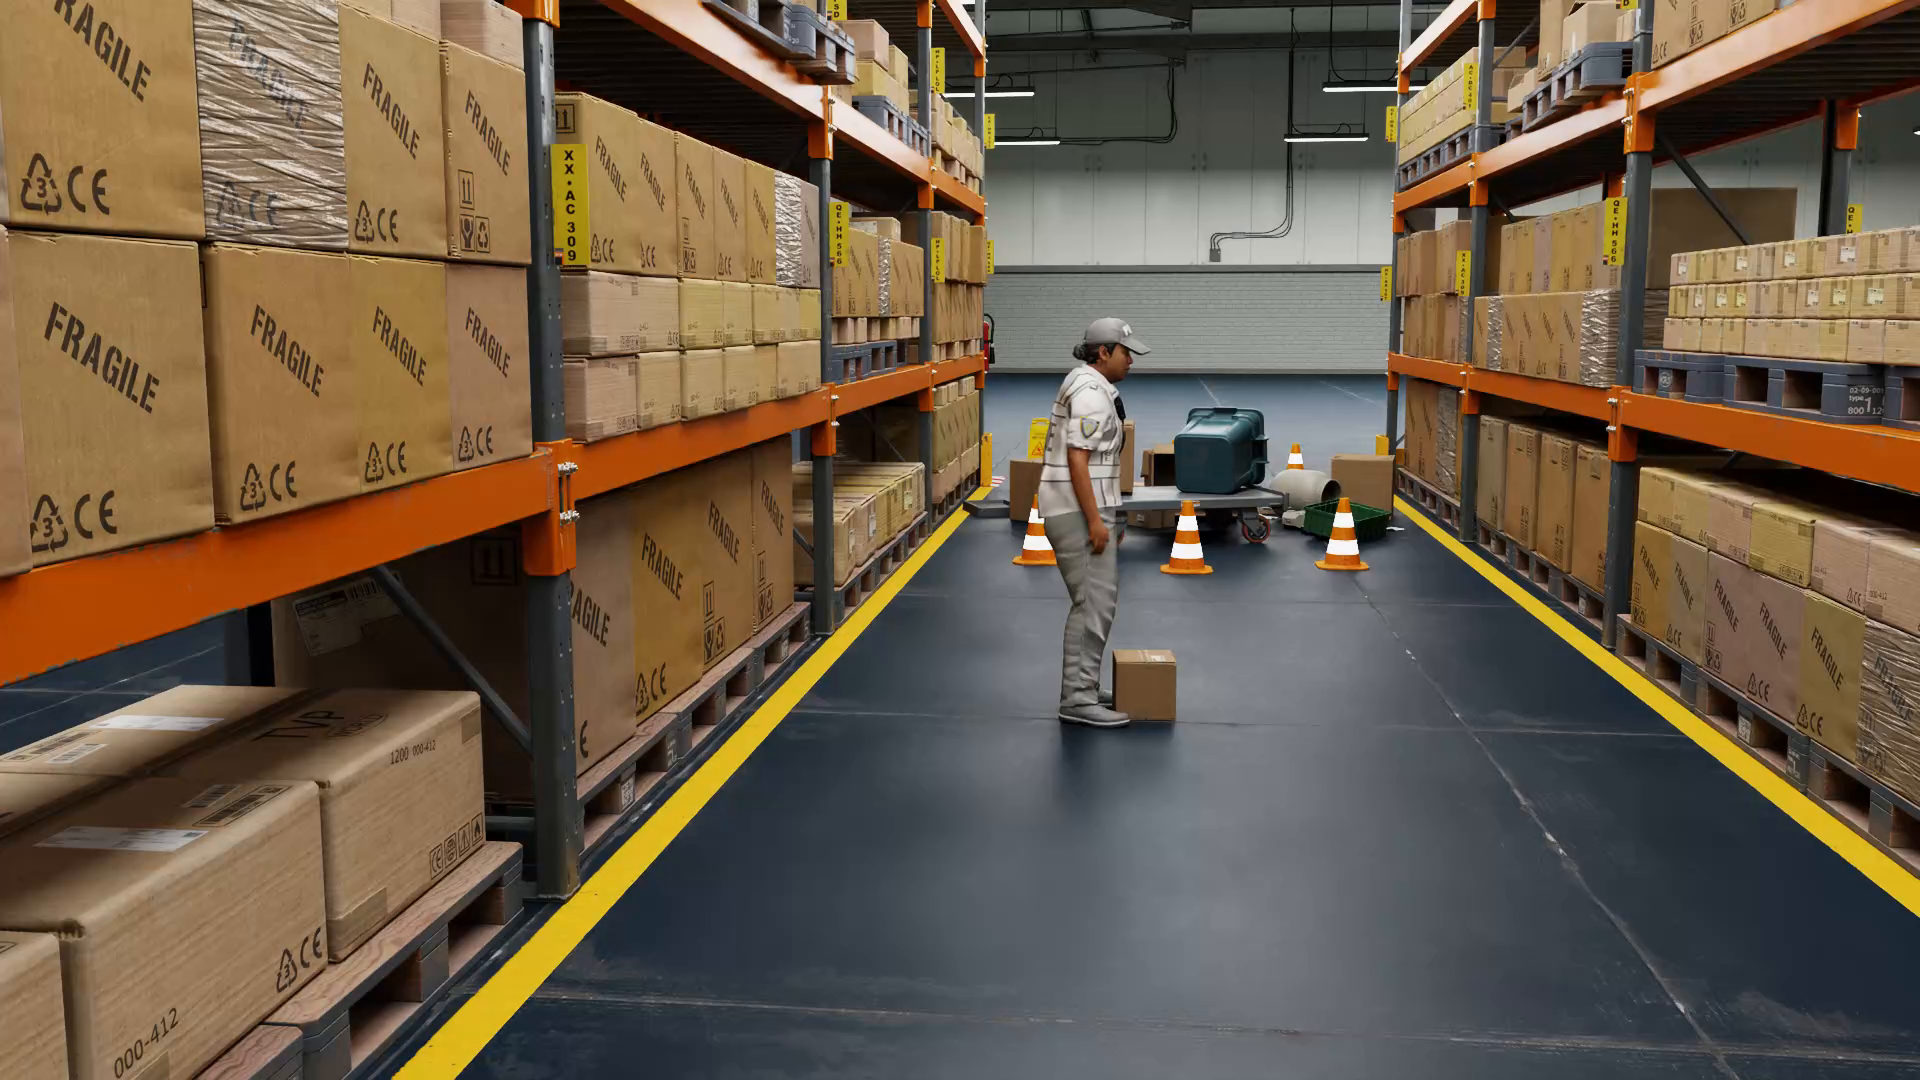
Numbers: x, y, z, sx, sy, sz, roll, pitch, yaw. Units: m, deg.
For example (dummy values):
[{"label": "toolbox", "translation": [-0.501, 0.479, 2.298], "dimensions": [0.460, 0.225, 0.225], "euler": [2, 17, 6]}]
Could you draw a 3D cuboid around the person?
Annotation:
[{"label": "person", "translation": [0.556, -0.092, 6.951], "dimensions": [0.465, 1.666, 0.538], "euler": [1, 8, 7]}]
